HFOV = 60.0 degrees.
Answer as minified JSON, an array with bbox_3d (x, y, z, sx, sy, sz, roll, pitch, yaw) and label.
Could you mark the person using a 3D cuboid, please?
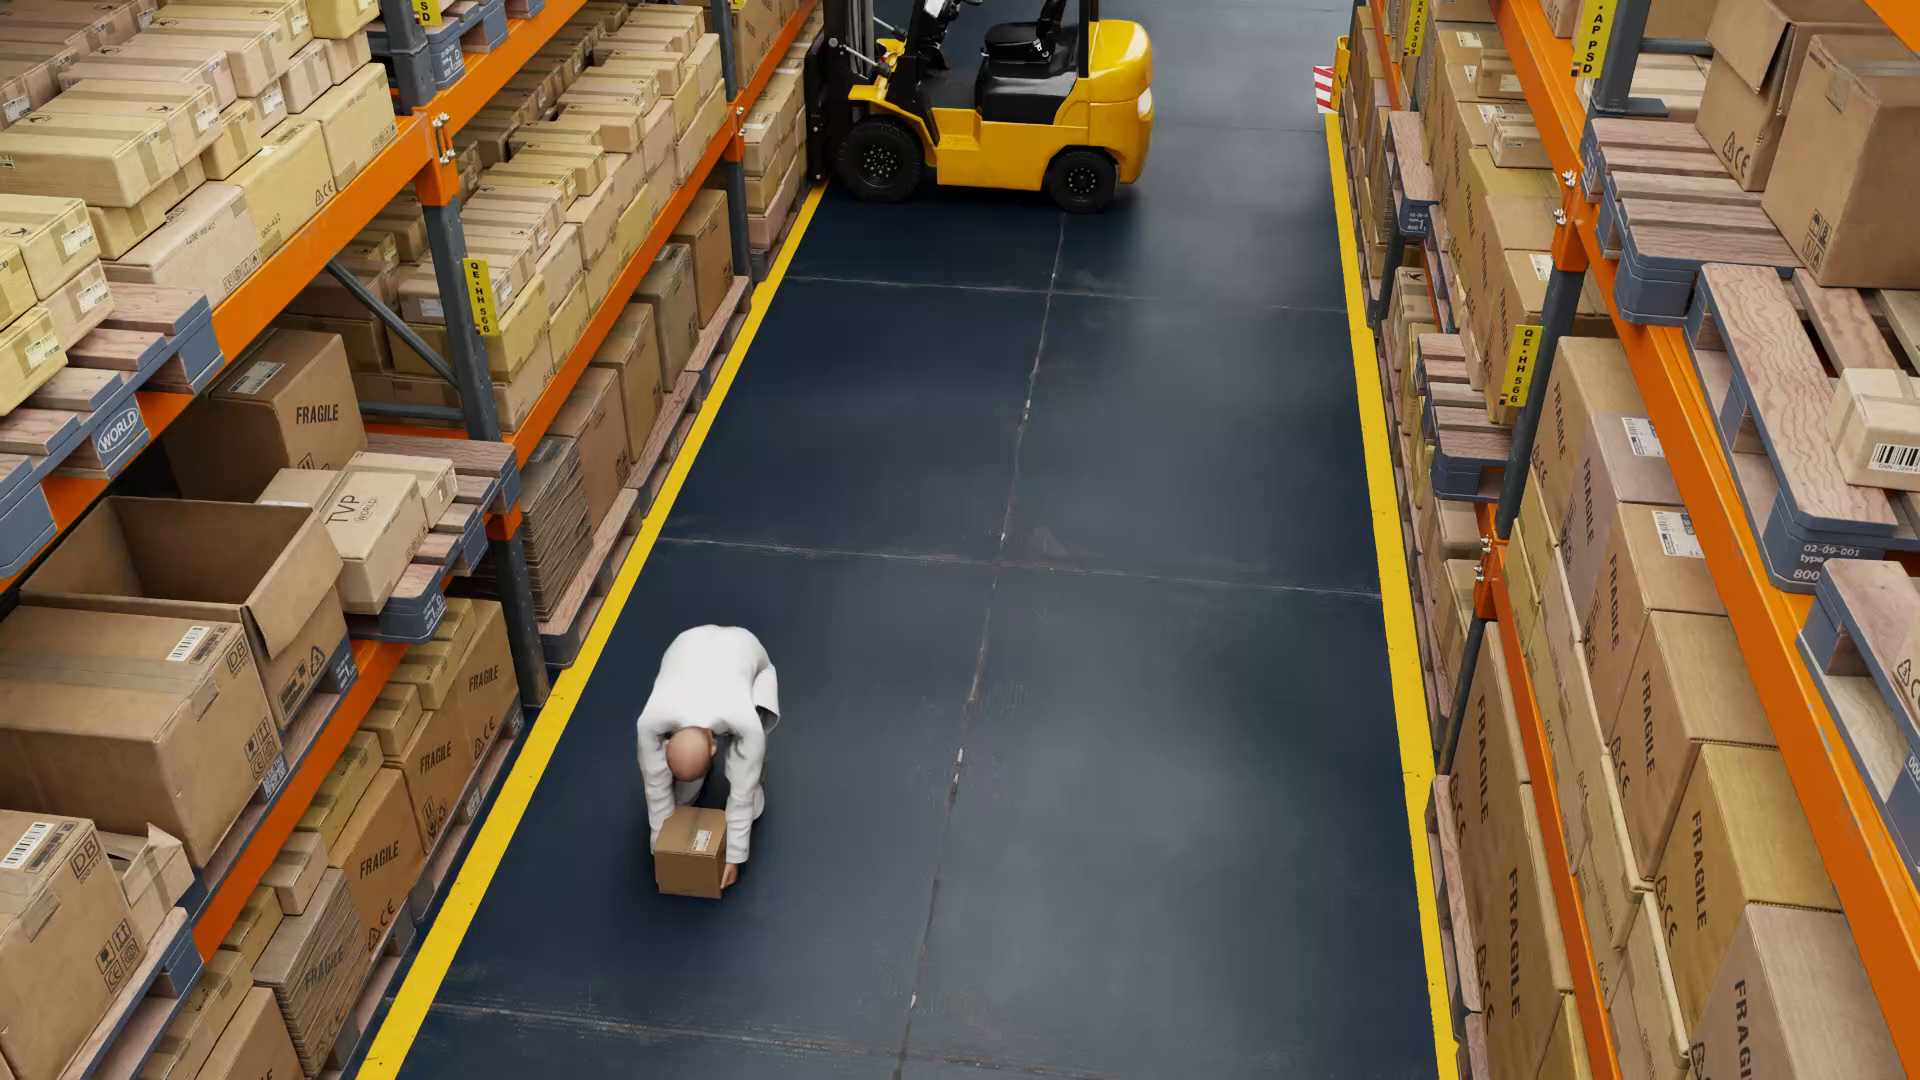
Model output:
[{"bbox_3d":[-1.024,0.826,6.762,0.572,0.816,0.941,4,36,6],"label":"person"}]
